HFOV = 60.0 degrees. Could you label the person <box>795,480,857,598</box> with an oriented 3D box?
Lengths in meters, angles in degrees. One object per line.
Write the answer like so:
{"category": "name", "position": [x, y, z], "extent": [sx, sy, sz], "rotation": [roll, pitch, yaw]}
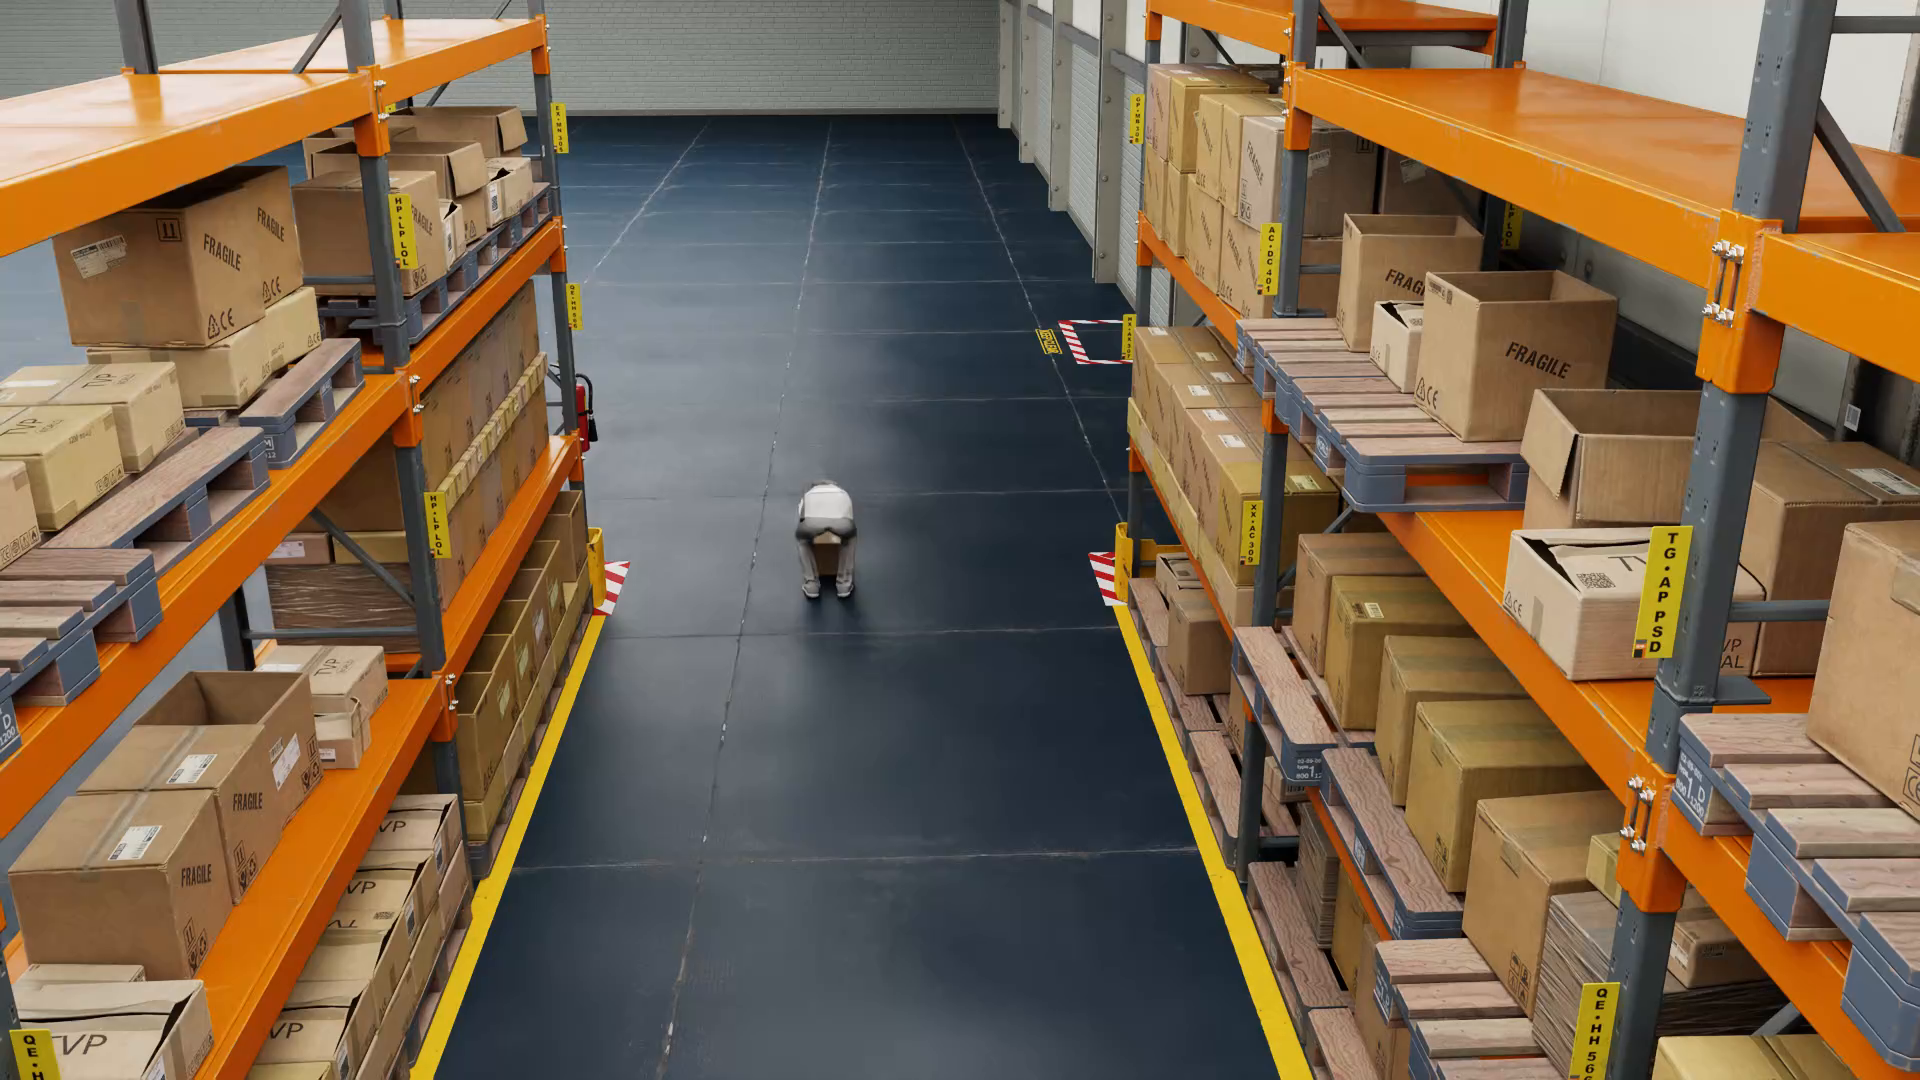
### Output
{"category": "person", "position": [-0.999, -0.046, 12.401], "extent": [0.467, 0.842, 0.889], "rotation": [-2, 21, -5]}
